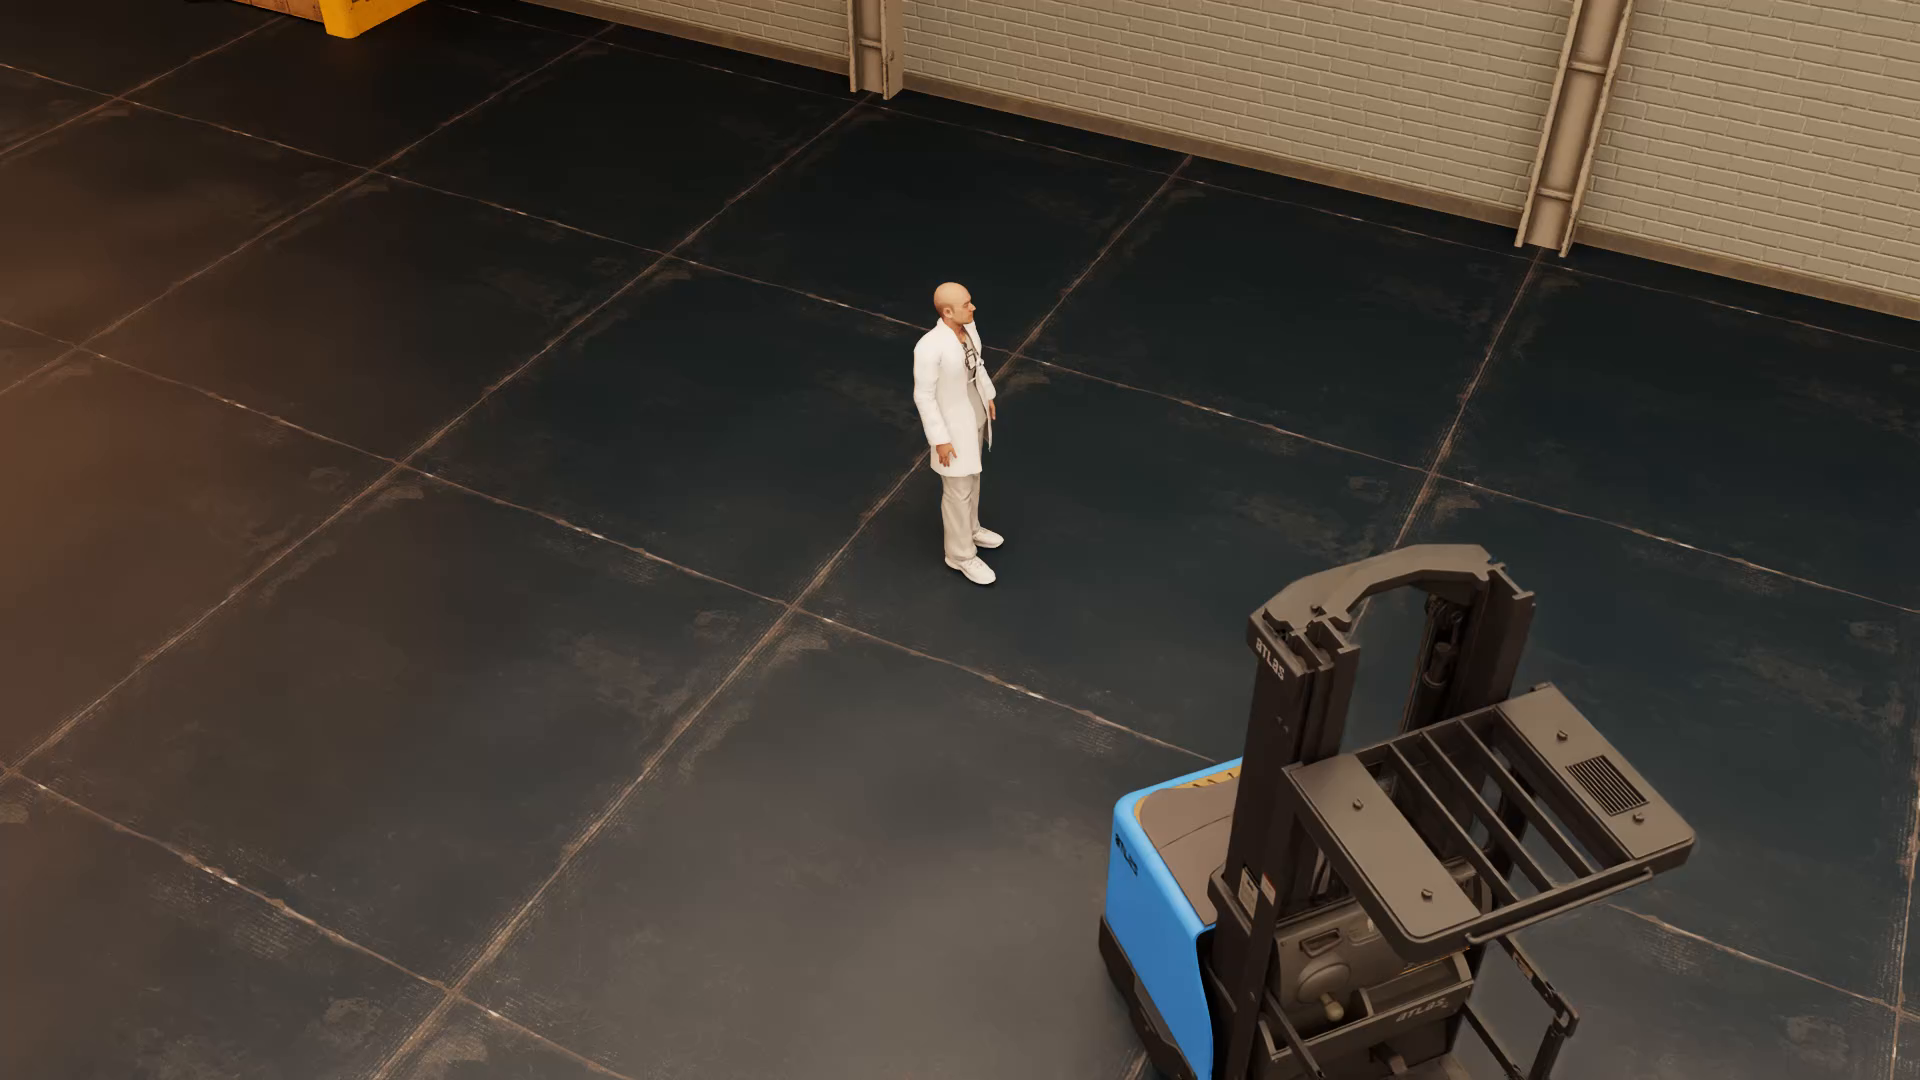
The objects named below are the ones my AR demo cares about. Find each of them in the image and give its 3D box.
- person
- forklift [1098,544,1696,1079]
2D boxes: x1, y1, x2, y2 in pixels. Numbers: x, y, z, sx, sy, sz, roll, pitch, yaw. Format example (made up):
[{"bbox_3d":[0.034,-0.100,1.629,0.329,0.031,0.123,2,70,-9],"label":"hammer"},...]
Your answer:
[{"bbox_3d":[0.080,-0.656,9.650,0.578,1.777,0.696,18,43,21],"label":"person"},{"bbox_3d":[1.680,1.589,6.100,1.130,2.935,3.031,-15,42,-17],"label":"forklift"}]
